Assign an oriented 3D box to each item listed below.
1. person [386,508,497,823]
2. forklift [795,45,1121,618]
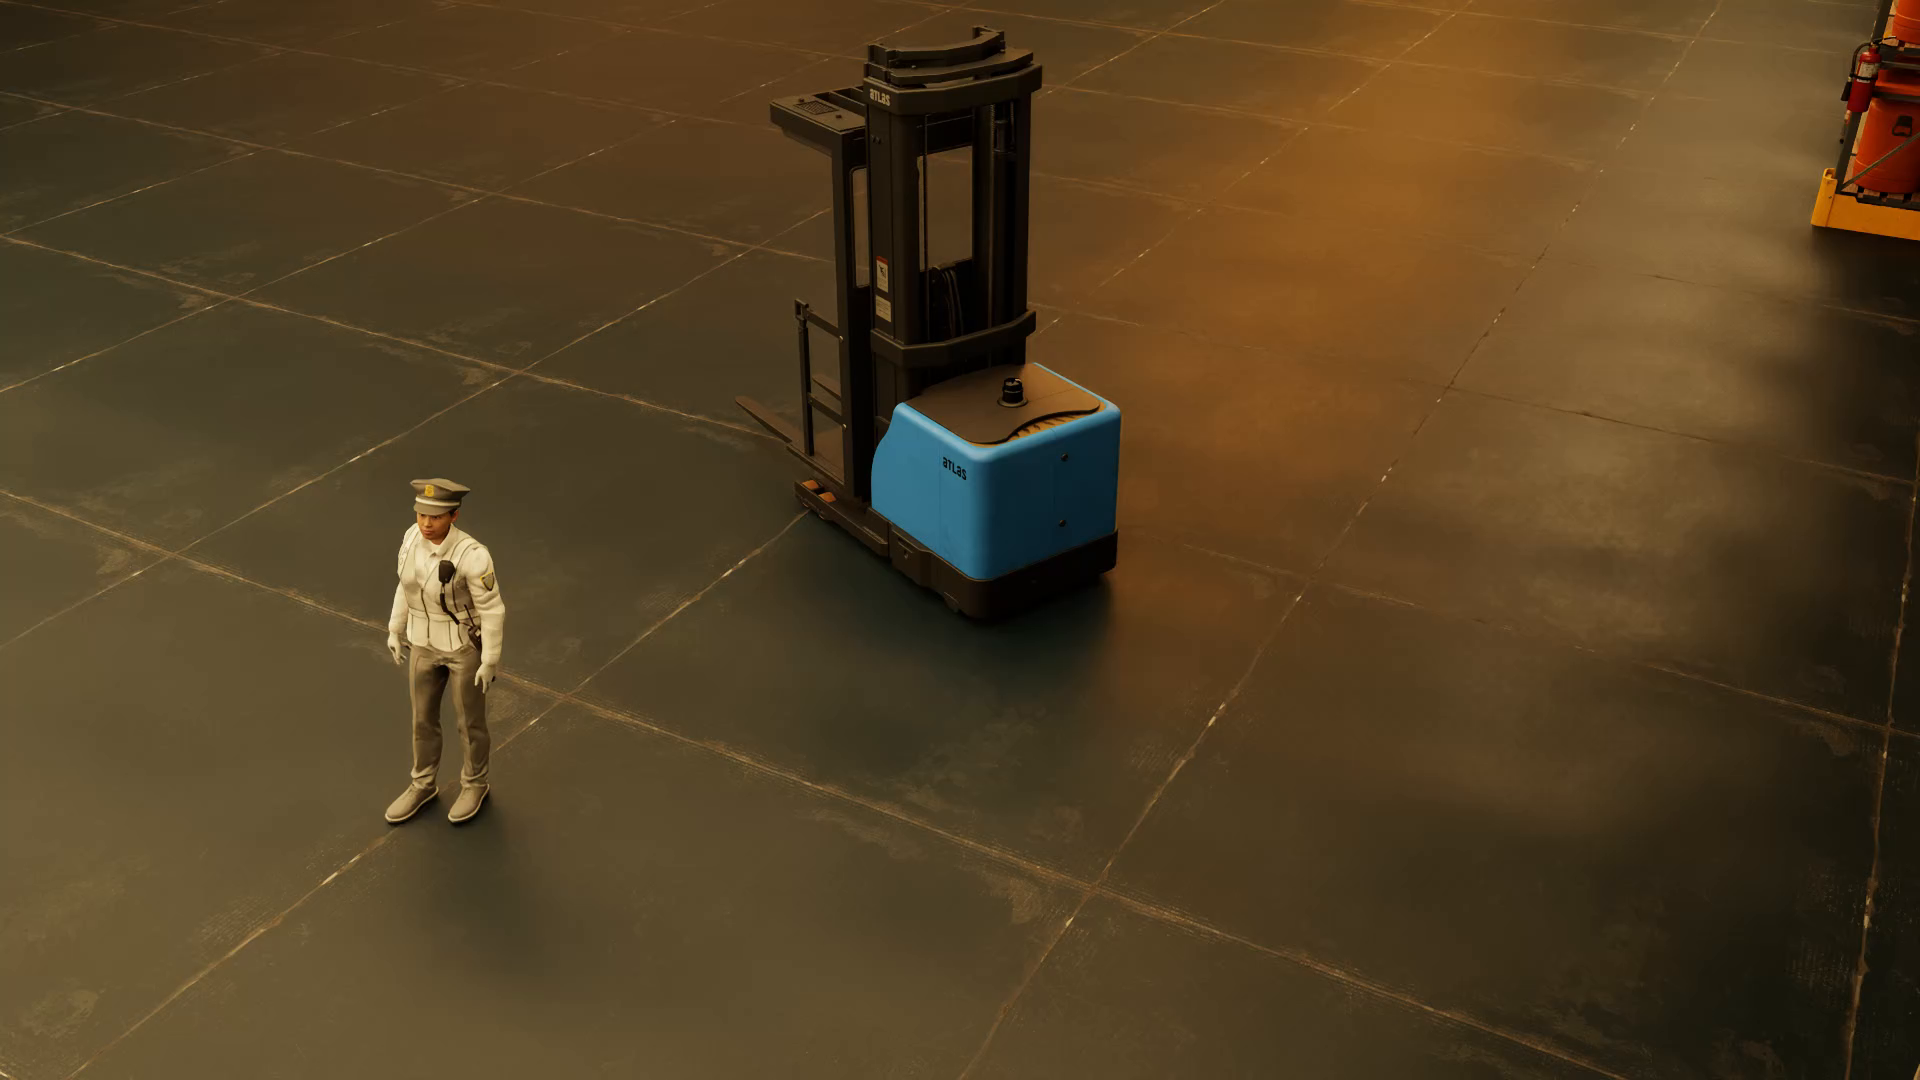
[{"bbox_3d":[-2.337,0.534,7.422,0.569,1.640,0.501,12,32,19],"label":"person"},{"bbox_3d":[-0.046,-1.274,9.341,1.129,2.867,1.939,-20,35,-31],"label":"forklift"}]
